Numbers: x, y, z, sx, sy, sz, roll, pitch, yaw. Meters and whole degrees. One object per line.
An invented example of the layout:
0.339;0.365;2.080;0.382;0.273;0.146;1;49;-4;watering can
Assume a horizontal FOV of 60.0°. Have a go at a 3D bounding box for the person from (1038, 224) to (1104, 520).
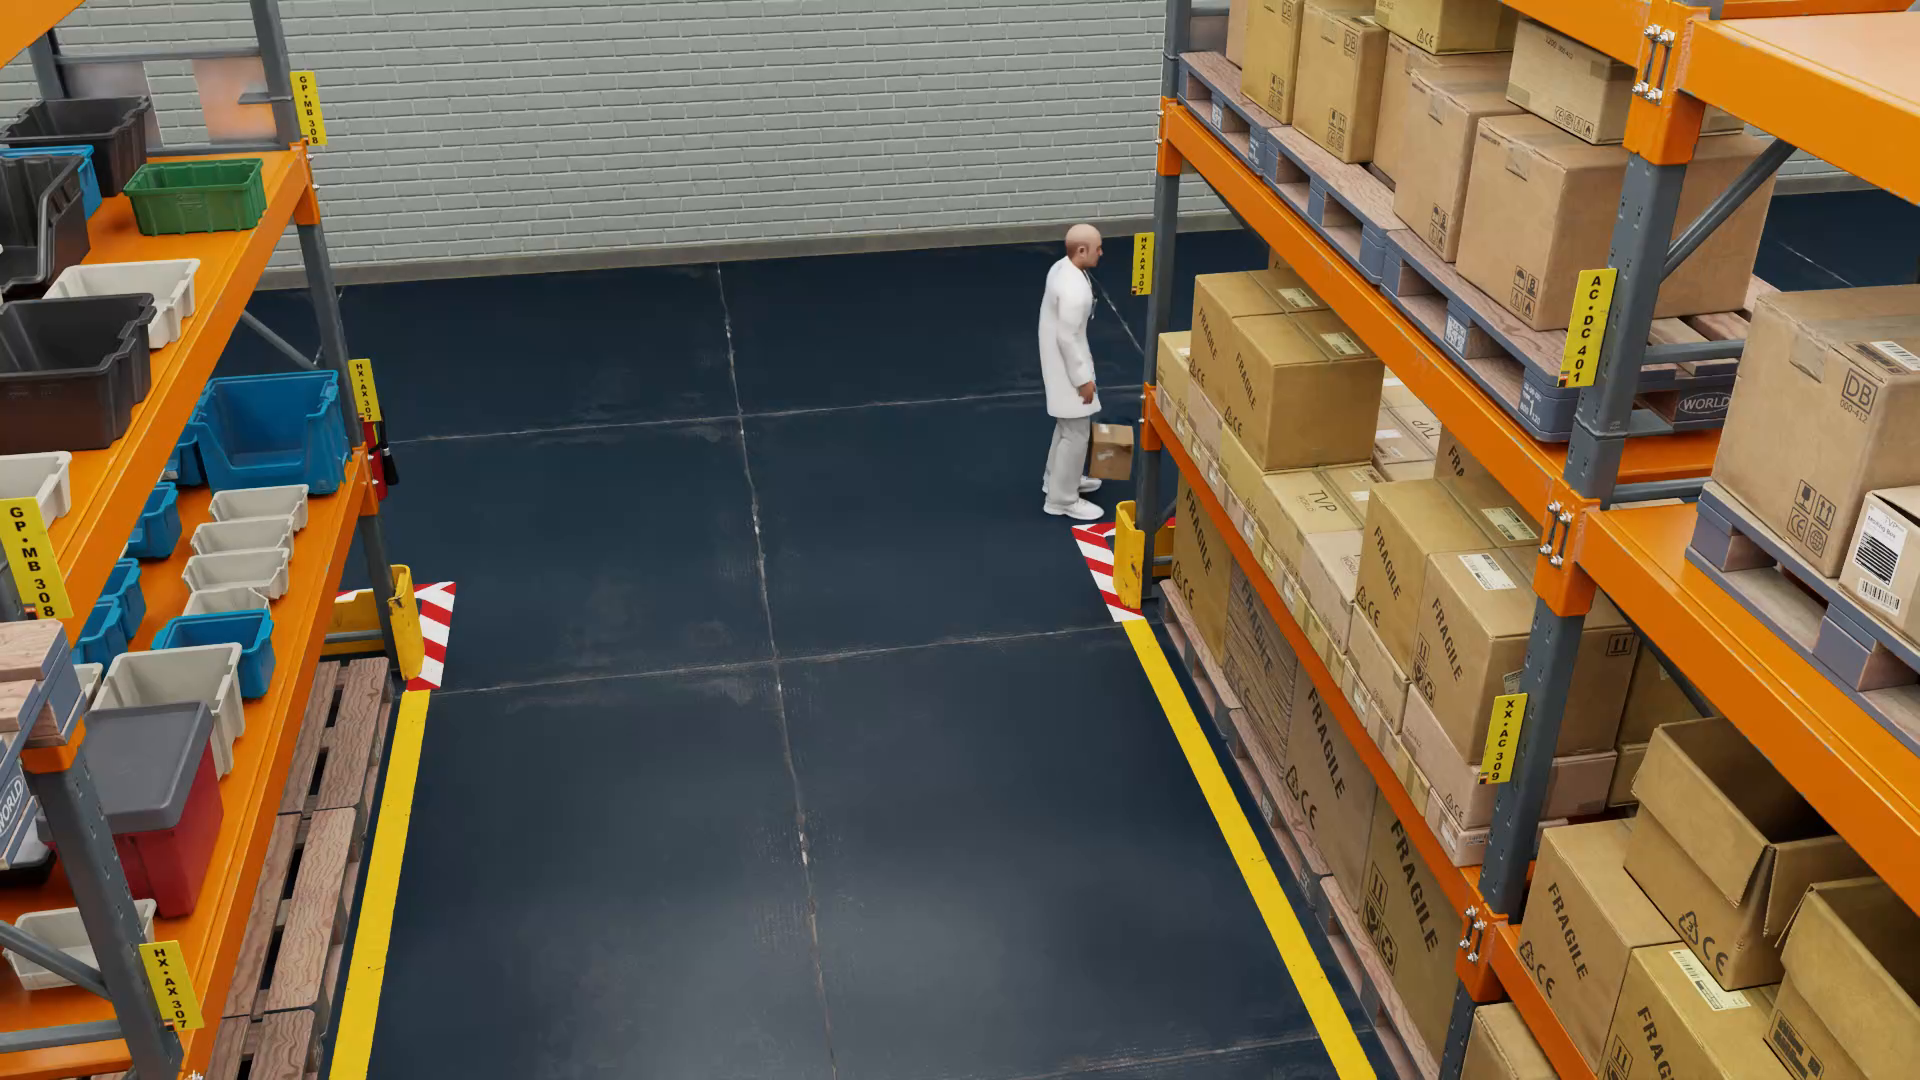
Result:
0.673;-1.021;9.904;0.425;1.776;0.601;1;30;1;person
